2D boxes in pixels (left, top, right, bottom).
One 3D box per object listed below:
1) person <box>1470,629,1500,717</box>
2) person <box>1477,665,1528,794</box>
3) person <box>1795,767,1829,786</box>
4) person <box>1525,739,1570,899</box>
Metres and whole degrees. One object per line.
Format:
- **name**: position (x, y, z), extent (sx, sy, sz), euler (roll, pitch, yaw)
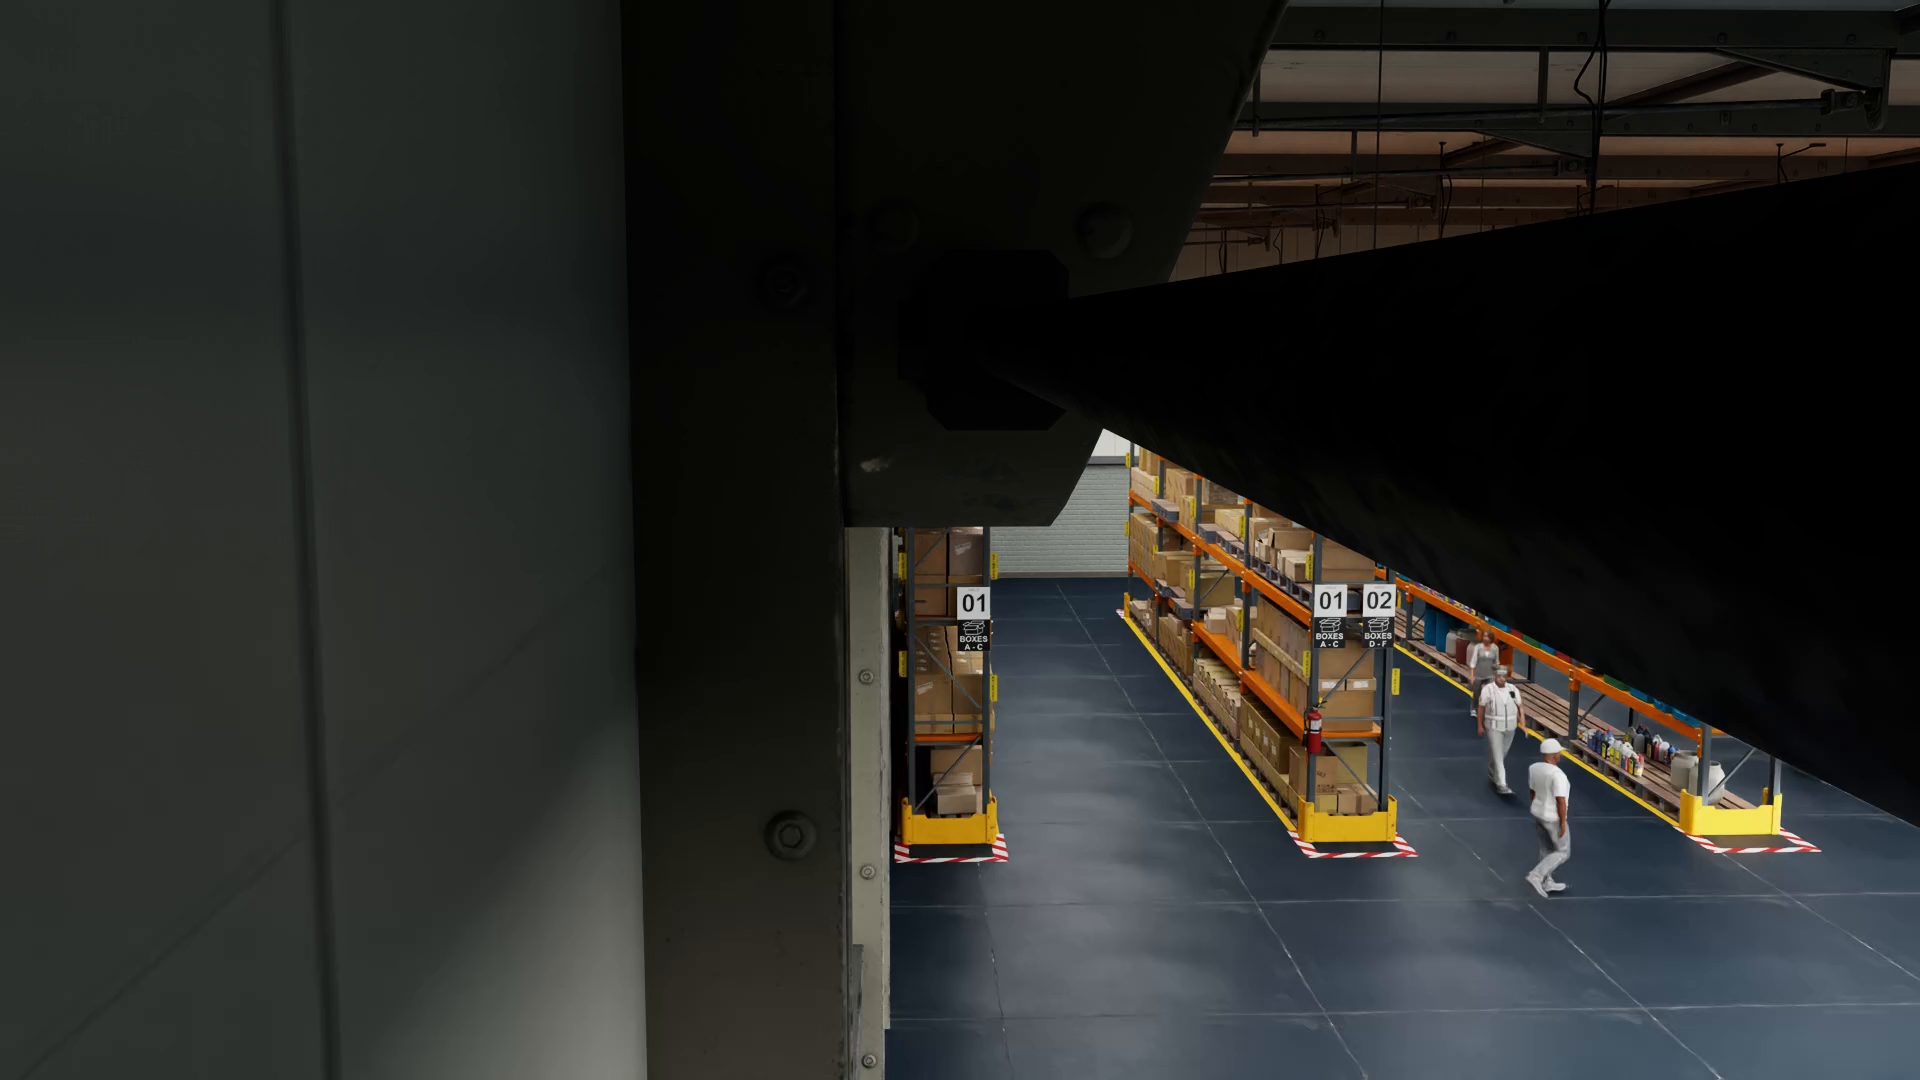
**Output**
- **person**: position (8.355, 2.183, 26.449), extent (0.511, 1.510, 1.008), euler (1, 7, 7)
- **person**: position (7.420, 2.557, 22.696), extent (0.562, 1.712, 1.035), euler (-1, 7, -7)
- **person**: position (11.957, 2.474, 23.382), extent (0.637, 1.796, 0.827), euler (3, 8, 23)
- **person**: position (6.537, 3.085, 18.519), extent (0.637, 1.758, 0.588), euler (-2, 8, -17)
